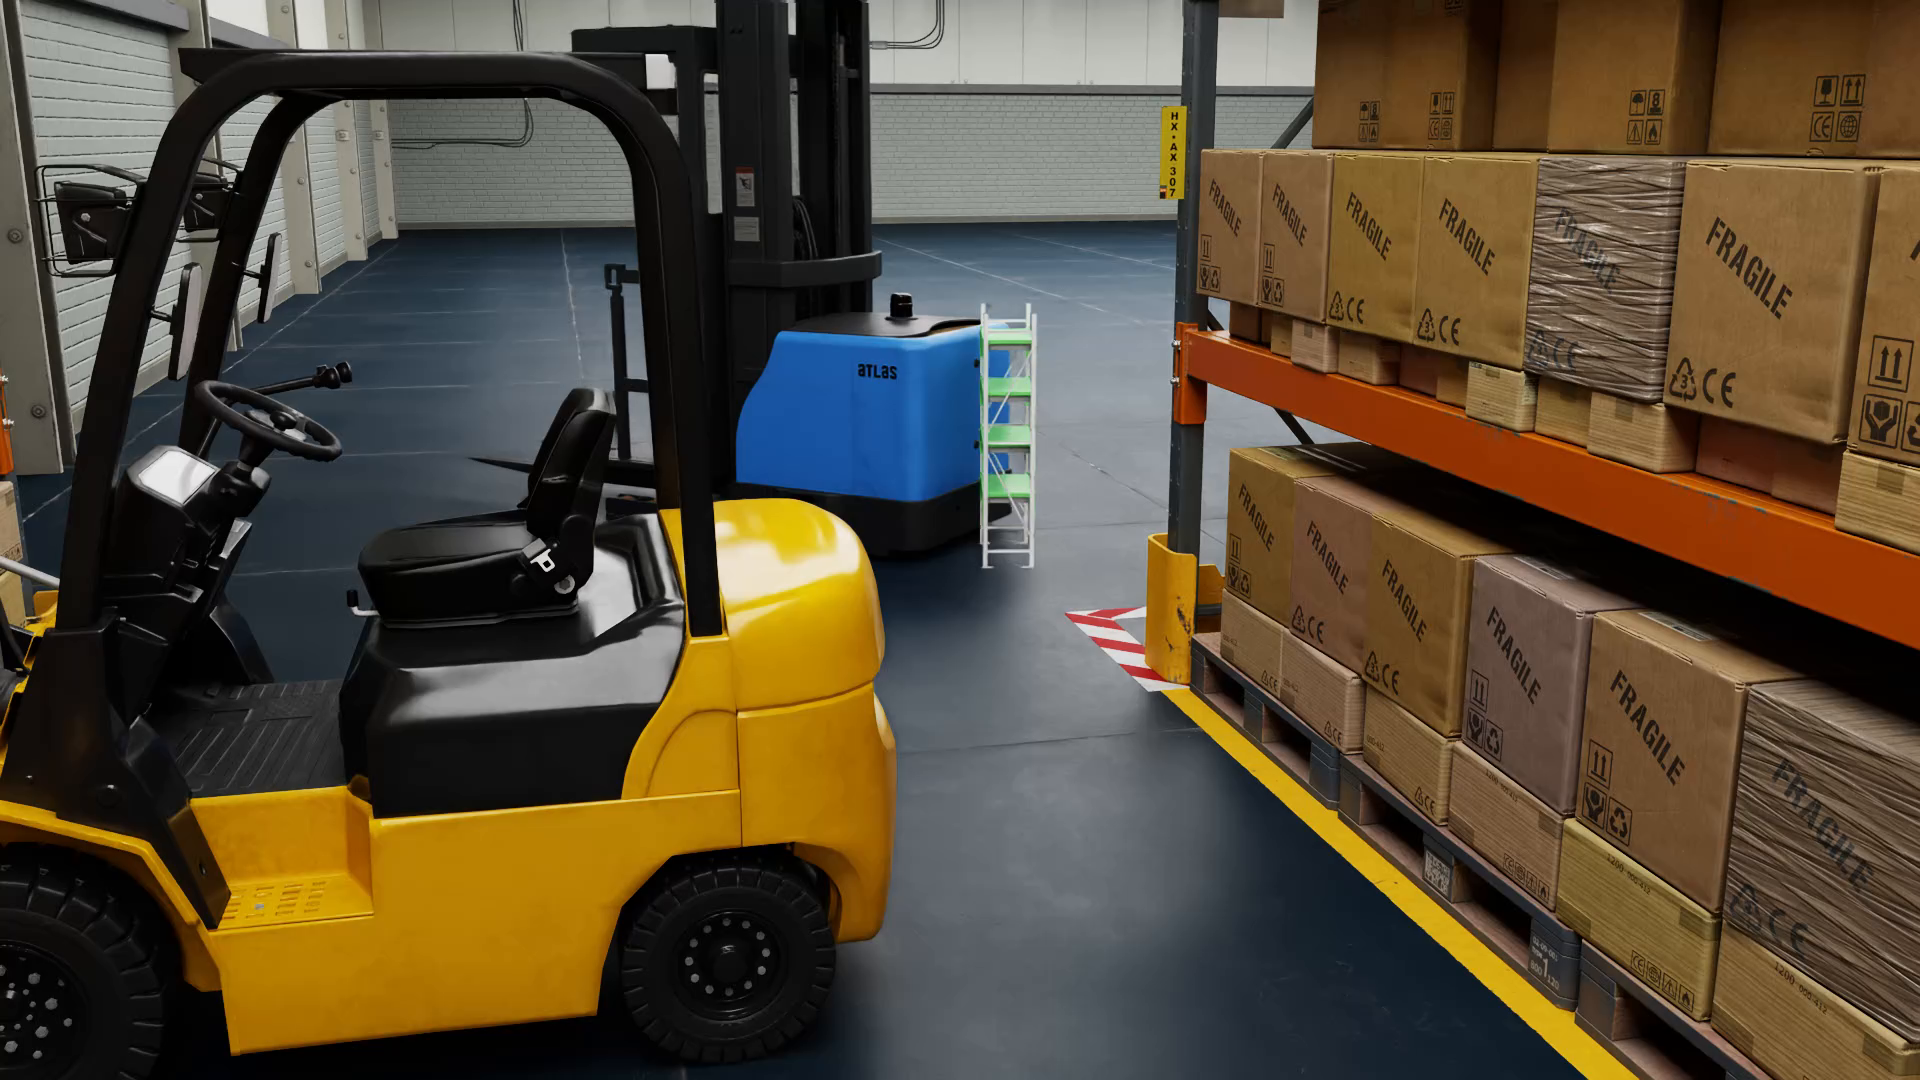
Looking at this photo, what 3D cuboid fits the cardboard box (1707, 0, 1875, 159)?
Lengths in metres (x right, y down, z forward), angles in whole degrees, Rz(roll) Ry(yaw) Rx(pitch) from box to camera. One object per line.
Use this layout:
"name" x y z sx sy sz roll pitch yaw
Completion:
"cardboard box" 2.154 -1.109 3.703 0.700 0.500 0.500 -4 14 -14

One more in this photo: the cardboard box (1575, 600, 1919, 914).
"cardboard box" 1.716 0.448 3.601 0.500 0.500 0.500 -3 14 -12

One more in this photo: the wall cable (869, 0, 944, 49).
"wall cable" -1.460 -13.281 36.661 2.305 6.003 0.169 -3 14 -13

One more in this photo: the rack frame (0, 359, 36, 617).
"rack frame" -3.527 -0.726 5.078 1.000 3.000 0.127 -3 14 -13

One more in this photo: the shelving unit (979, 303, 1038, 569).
"shelving unit" 0.226 -0.506 7.972 0.258 1.200 0.503 0 14 -1

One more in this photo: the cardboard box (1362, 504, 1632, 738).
"cardboard box" 1.461 0.208 4.586 0.500 0.500 0.500 -3 14 -12

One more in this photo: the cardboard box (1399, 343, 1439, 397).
"cardboard box" 1.461 -0.492 4.649 0.380 0.149 0.250 -3 14 -11

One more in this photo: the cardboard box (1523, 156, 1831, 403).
"cardboard box" 1.637 -0.600 3.726 0.500 0.500 0.500 -3 14 -12

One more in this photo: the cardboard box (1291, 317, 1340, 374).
"cardboard box" 1.248 -0.607 5.121 0.380 0.149 0.250 -3 14 -12

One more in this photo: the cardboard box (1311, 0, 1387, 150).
"cardboard box" 1.630 -1.576 5.615 0.700 0.500 0.500 -4 14 -15

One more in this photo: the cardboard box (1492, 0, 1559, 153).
"cardboard box" 1.961 -1.347 4.678 0.700 0.500 0.500 -3 14 -14

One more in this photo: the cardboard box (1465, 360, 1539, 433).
"cardboard box" 1.497 -0.368 4.142 0.380 0.149 0.250 -3 14 -13

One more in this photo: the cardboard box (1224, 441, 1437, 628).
"cardboard box" 1.224 -0.029 5.554 0.500 0.500 0.500 -4 14 -15

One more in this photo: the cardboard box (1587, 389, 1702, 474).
"cardboard box" 1.623 -0.250 3.659 0.380 0.149 0.250 -3 14 -14

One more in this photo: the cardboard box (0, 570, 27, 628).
"cardboard box" -3.108 0.258 4.907 0.500 0.250 0.500 -3 14 -14

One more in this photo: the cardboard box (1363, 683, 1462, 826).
"cardboard box" 1.471 0.573 4.669 0.500 0.250 0.500 -2 14 -9

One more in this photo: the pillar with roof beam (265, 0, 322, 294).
"pillar with roof beam" -4.282 -7.822 21.481 9.100 9.000 0.400 -3 14 -13

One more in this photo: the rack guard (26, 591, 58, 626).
"rack guard" -3.532 0.483 5.397 1.175 0.500 0.348 -3 14 -13

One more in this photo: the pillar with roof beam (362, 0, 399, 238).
"pillar with roof beam" -7.100 -10.590 32.813 9.100 9.000 0.400 -3 14 -13

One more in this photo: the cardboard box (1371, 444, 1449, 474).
"cardboard box" 1.739 -0.066 5.704 0.500 0.500 0.500 -3 14 -13

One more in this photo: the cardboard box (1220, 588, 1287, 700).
"cardboard box" 1.218 0.330 5.665 0.500 0.250 0.500 -3 14 -14

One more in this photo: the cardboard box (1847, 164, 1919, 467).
"cardboard box" 1.891 -0.362 2.752 0.500 0.500 0.500 -4 14 -15

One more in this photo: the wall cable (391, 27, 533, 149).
"wall cable" -10.691 -9.595 35.282 3.097 2.526 0.112 -3 14 -13

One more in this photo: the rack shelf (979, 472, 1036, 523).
"rack shelf" 0.226 -0.211 8.044 0.258 0.148 0.480 0 14 -1

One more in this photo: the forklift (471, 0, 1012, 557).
"forklift" -1.274 -1.570 8.677 3.031 2.935 1.130 7 16 27

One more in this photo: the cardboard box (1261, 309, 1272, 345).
"cardboard box" 1.249 -0.734 5.640 0.380 0.149 0.250 -3 14 -12

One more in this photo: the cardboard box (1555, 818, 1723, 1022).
"cardboard box" 1.702 0.807 3.711 0.500 0.250 0.500 -4 14 -15

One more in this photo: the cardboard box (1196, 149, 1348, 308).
"cardboard box" 1.139 -1.072 5.656 0.500 0.500 0.500 -4 14 -14

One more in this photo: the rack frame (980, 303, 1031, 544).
"rack frame" 0.222 -0.564 8.209 0.240 1.200 0.015 0 14 -1

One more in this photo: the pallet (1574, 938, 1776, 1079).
"pallet" 2.045 1.121 3.394 1.003 0.211 1.213 -3 14 -13

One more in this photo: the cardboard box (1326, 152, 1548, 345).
"cardboard box" 1.385 -0.835 4.687 0.500 0.500 0.500 -4 14 -14

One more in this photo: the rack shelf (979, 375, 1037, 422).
"rack shelf" 0.226 -0.677 7.930 0.258 0.148 0.480 0 14 -1

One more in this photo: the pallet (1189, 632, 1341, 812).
"pallet" 1.472 0.558 5.698 1.003 0.211 1.213 -3 14 -13

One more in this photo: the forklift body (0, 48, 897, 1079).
"forklift body" -1.308 0.022 3.804 2.313 2.155 1.214 -3 14 -13

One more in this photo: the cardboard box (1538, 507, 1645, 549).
"cardboard box" 1.977 0.171 4.734 0.500 0.500 0.500 -4 14 -15

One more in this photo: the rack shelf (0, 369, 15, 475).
"rack shelf" -3.057 0.085 3.275 1.077 0.370 4.000 -3 14 -13

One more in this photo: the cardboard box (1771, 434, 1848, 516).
"cardboard box" 1.814 -0.137 3.199 0.380 0.149 0.250 -3 14 -13
